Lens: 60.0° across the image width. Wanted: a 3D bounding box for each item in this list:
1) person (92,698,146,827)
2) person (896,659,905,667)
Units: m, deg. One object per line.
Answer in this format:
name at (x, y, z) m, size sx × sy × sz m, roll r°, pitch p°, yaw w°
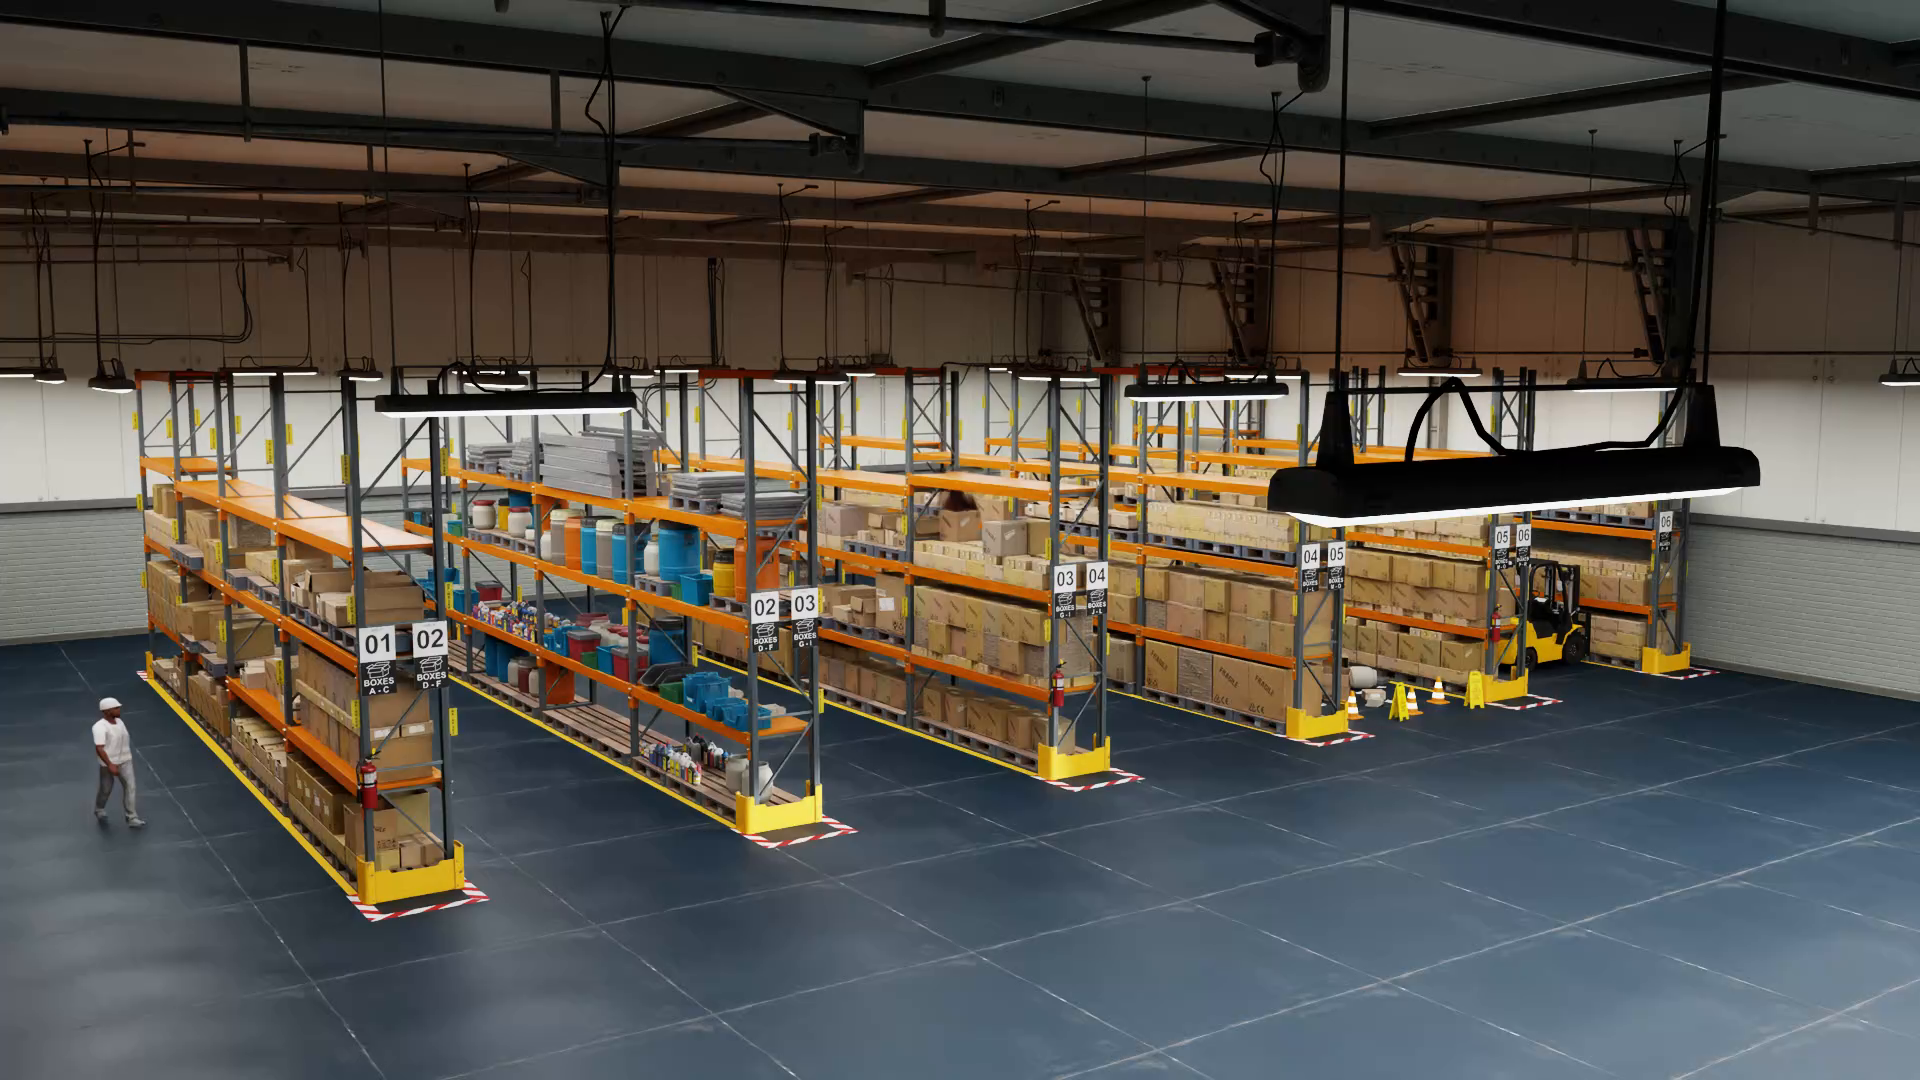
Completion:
person at (-11.333, 2.975, 22.260) m, size 1.005 × 1.731 × 0.503 m, roll 6°, pitch 9°, yaw 43°
person at (-1.026, 1.855, 31.934) m, size 0.430 × 1.824 × 0.631 m, roll -2°, pitch 7°, yaw -14°
